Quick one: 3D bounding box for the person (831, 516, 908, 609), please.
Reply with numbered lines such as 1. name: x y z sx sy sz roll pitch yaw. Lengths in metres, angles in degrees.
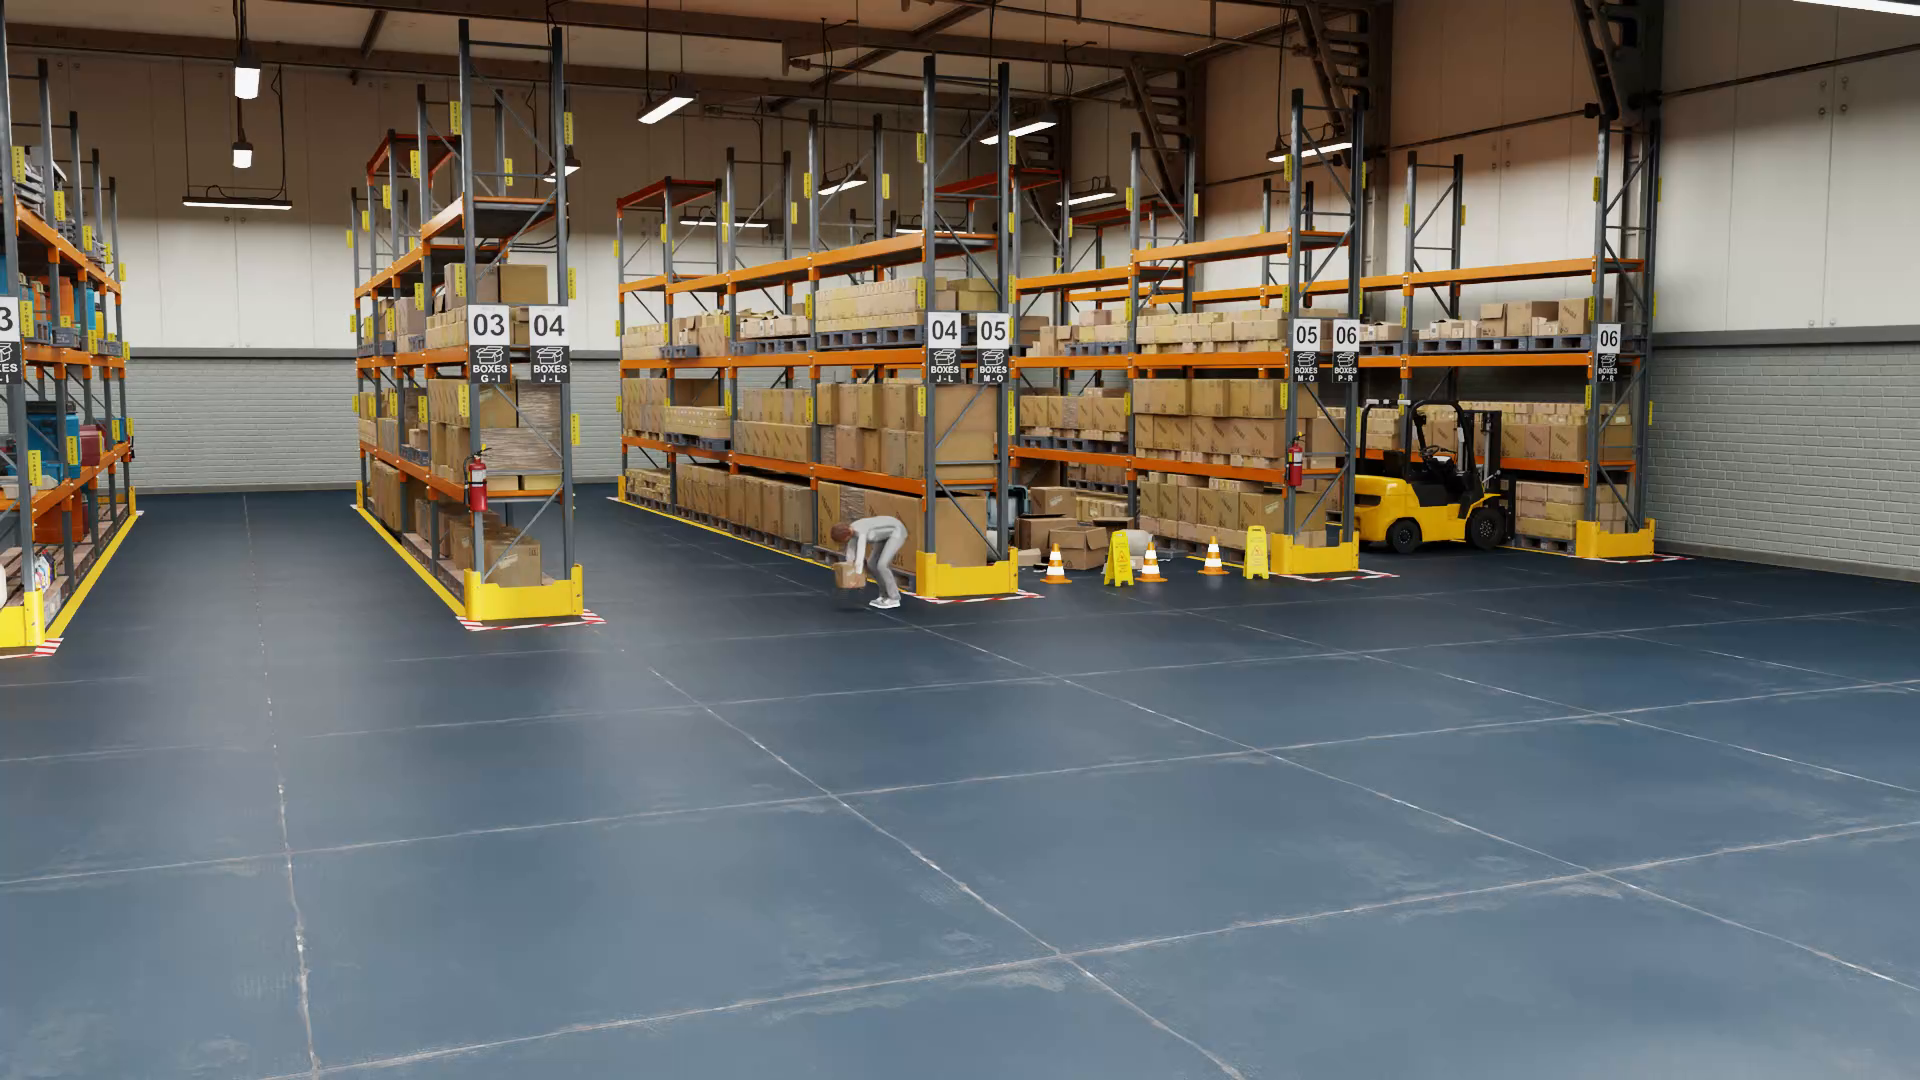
1. person: -0.982 0.261 17.862 0.872 0.951 0.399 -3 6 -26
